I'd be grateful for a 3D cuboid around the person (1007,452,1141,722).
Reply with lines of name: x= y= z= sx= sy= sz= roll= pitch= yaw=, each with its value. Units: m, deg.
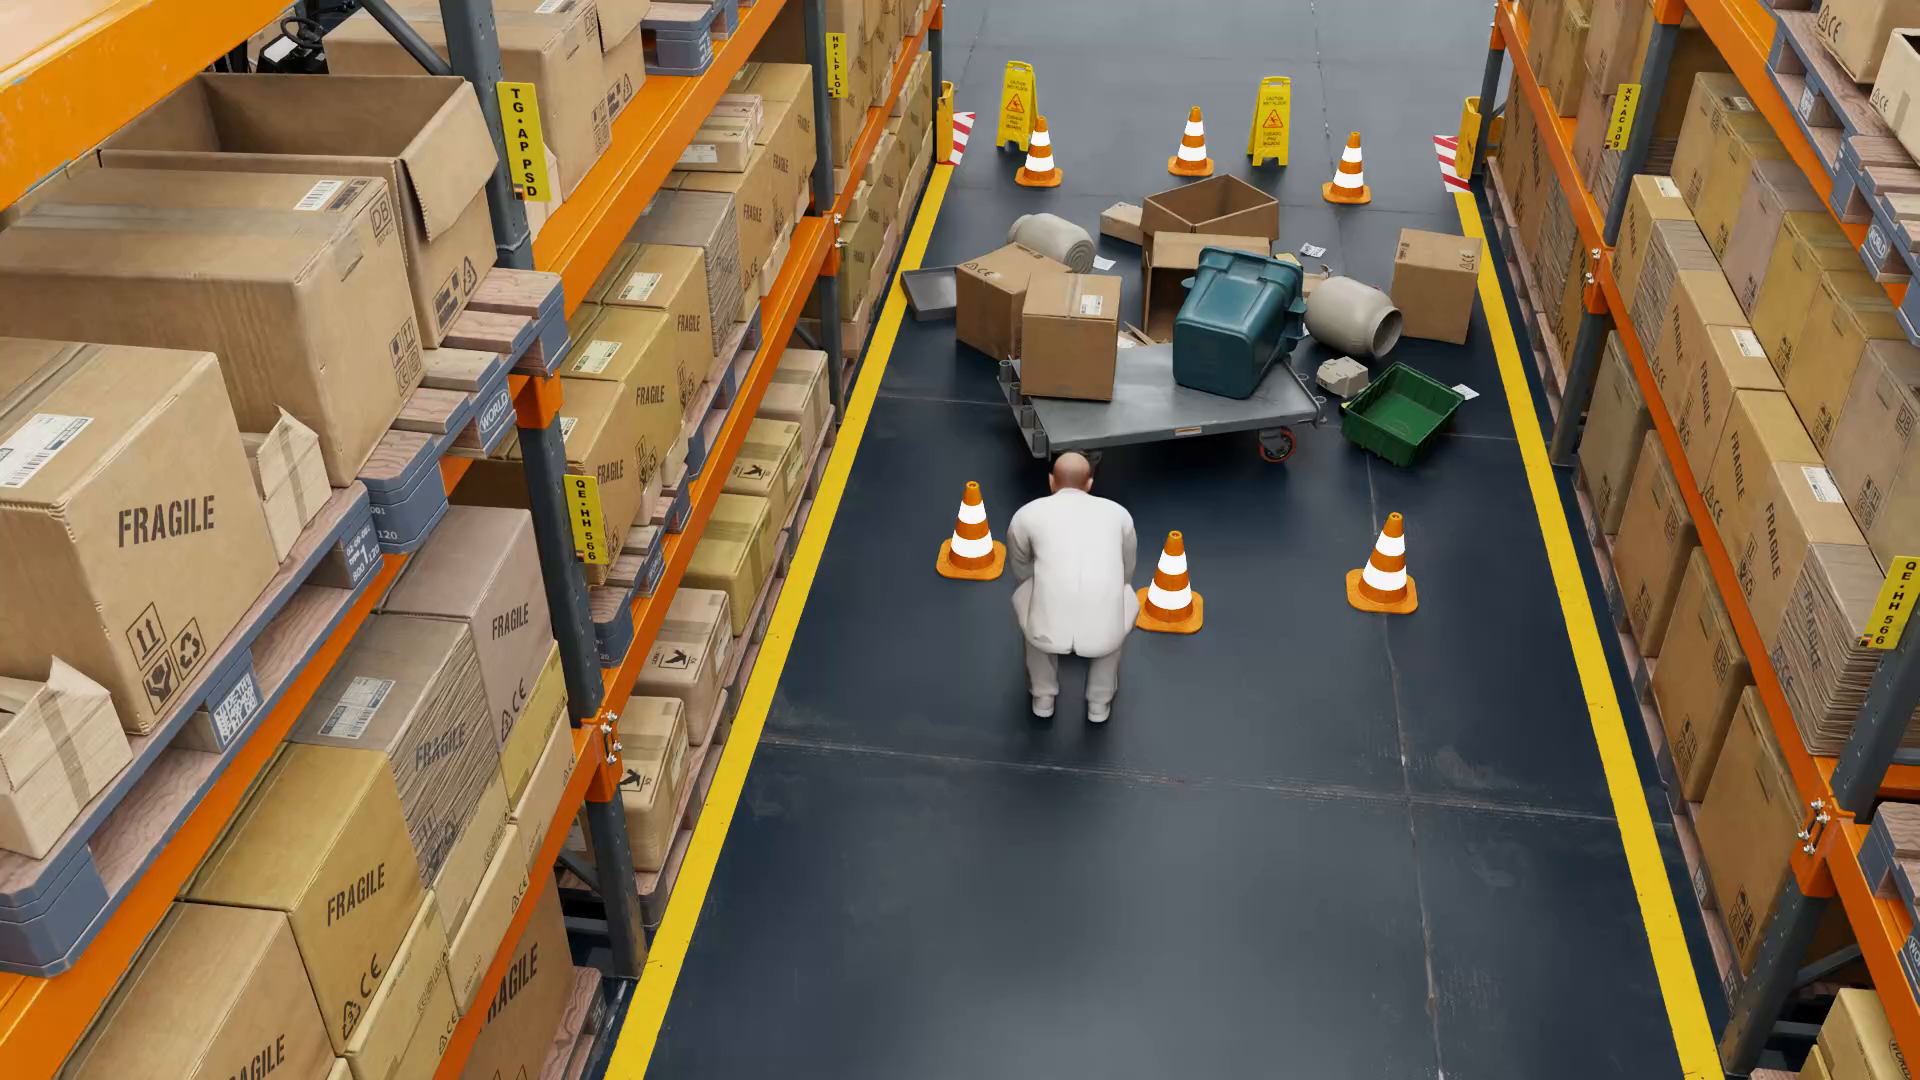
person: x=0.500 y=0.233 z=7.394 sx=0.612 sy=1.004 sz=0.895 roll=4 pitch=36 yaw=6
